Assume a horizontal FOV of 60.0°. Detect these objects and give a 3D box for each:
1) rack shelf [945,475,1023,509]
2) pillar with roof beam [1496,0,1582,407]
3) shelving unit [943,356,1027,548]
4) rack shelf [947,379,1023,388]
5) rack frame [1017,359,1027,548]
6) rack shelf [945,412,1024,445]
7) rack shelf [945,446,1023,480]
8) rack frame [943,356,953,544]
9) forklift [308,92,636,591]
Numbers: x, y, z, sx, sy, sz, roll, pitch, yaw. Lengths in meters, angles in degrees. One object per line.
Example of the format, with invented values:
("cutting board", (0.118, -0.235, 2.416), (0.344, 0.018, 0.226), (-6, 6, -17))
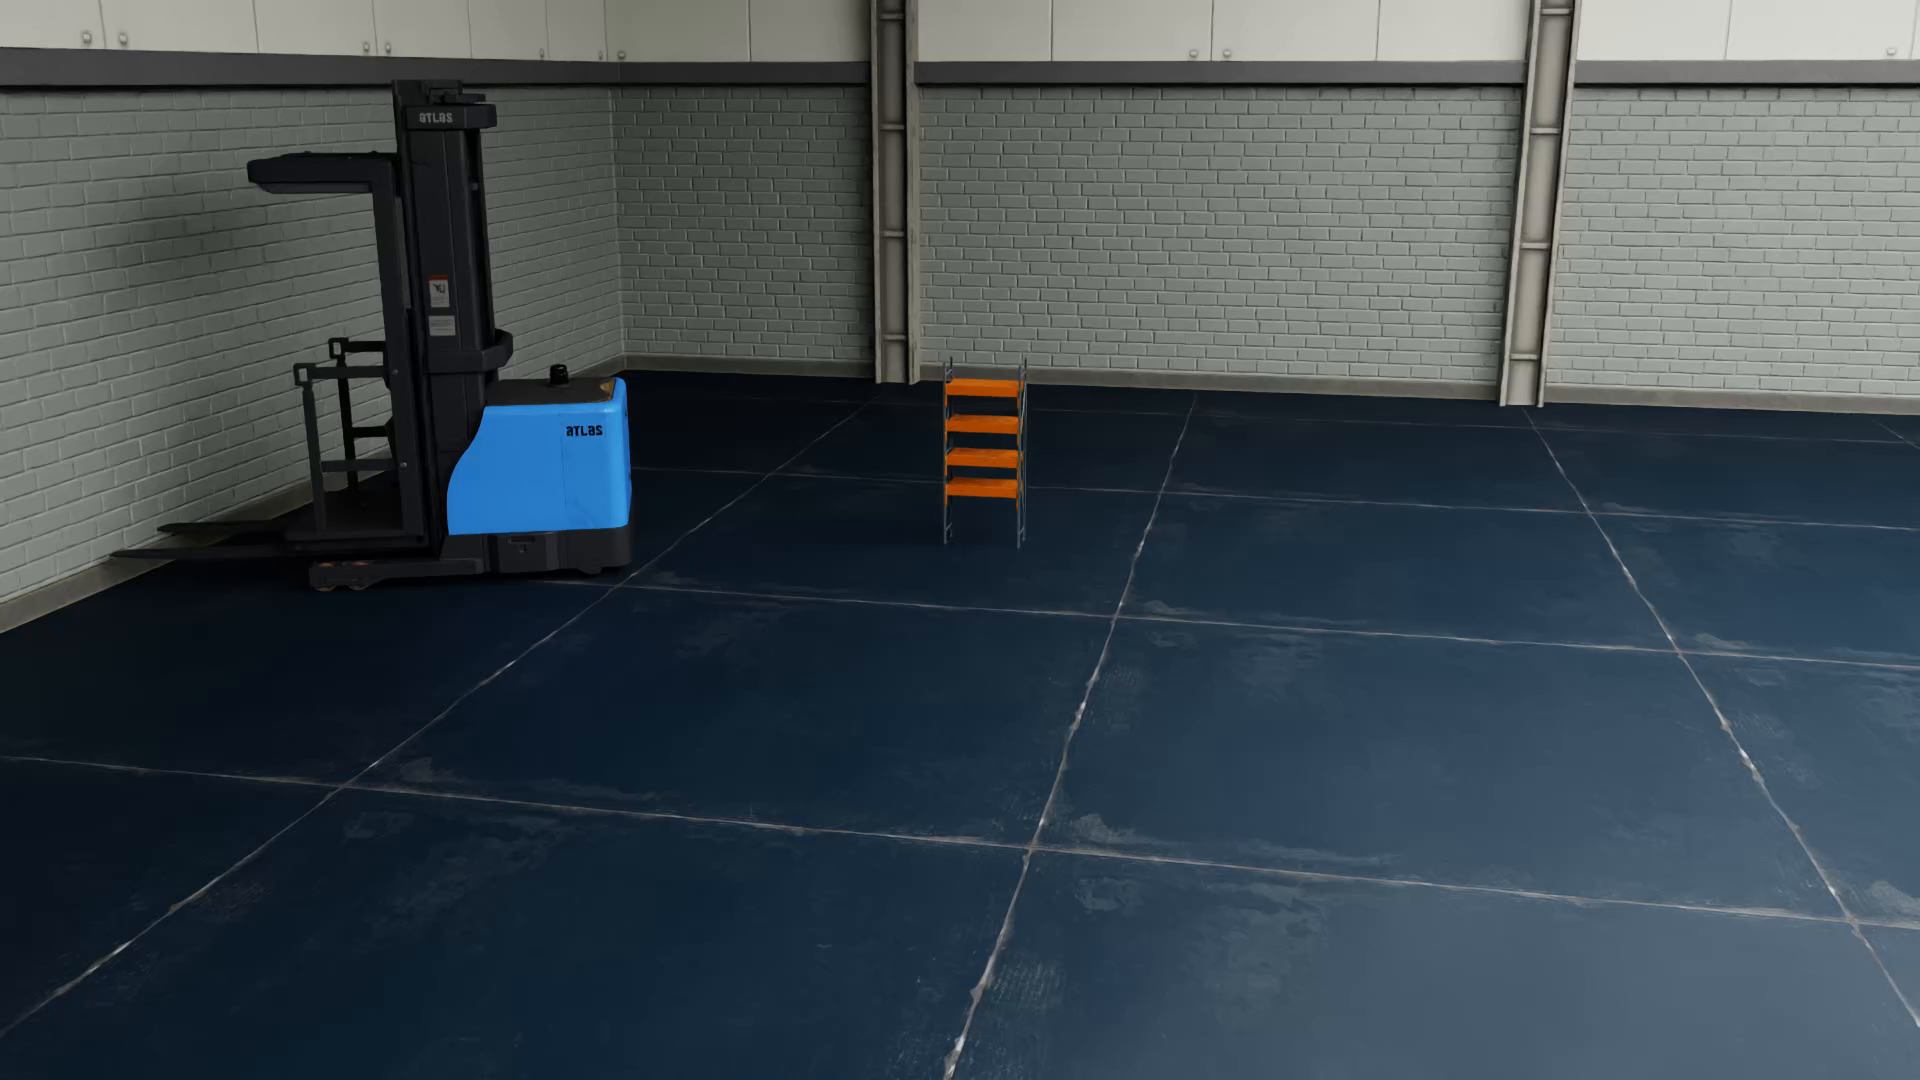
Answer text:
("rack shelf", (0.162, -0.313, 10.871), (0.480, 0.148, 0.258), (3, 16, 11))
("pillar with roof beam", (4.397, -4.493, 10.357), (0.400, 9.000, 9.100), (3, 16, 11))
("shelving unit", (13.650, -0.152, 7.890), (28.100, 1.949, 0.597), (3, 16, 11))
("rack shelf", (0.162, -0.986, 10.685), (0.457, 0.050, 0.221), (3, 16, 11))
("rack frame", (0.401, -0.556, 10.753), (0.015, 1.200, 0.240), (3, 16, 11))
("rack shelf", (0.162, -0.720, 10.758), (0.480, 0.148, 0.258), (3, 16, 11))
("rack shelf", (13.656, -0.373, 7.828), (28.088, 1.490, 0.597), (3, 16, 11))
("rack frame", (-0.077, -0.582, 10.847), (0.015, 1.200, 0.240), (3, 16, 11))
("forklift", (-3.045, -1.251, 10.135), (1.939, 2.867, 1.129), (-2, 16, -9))
